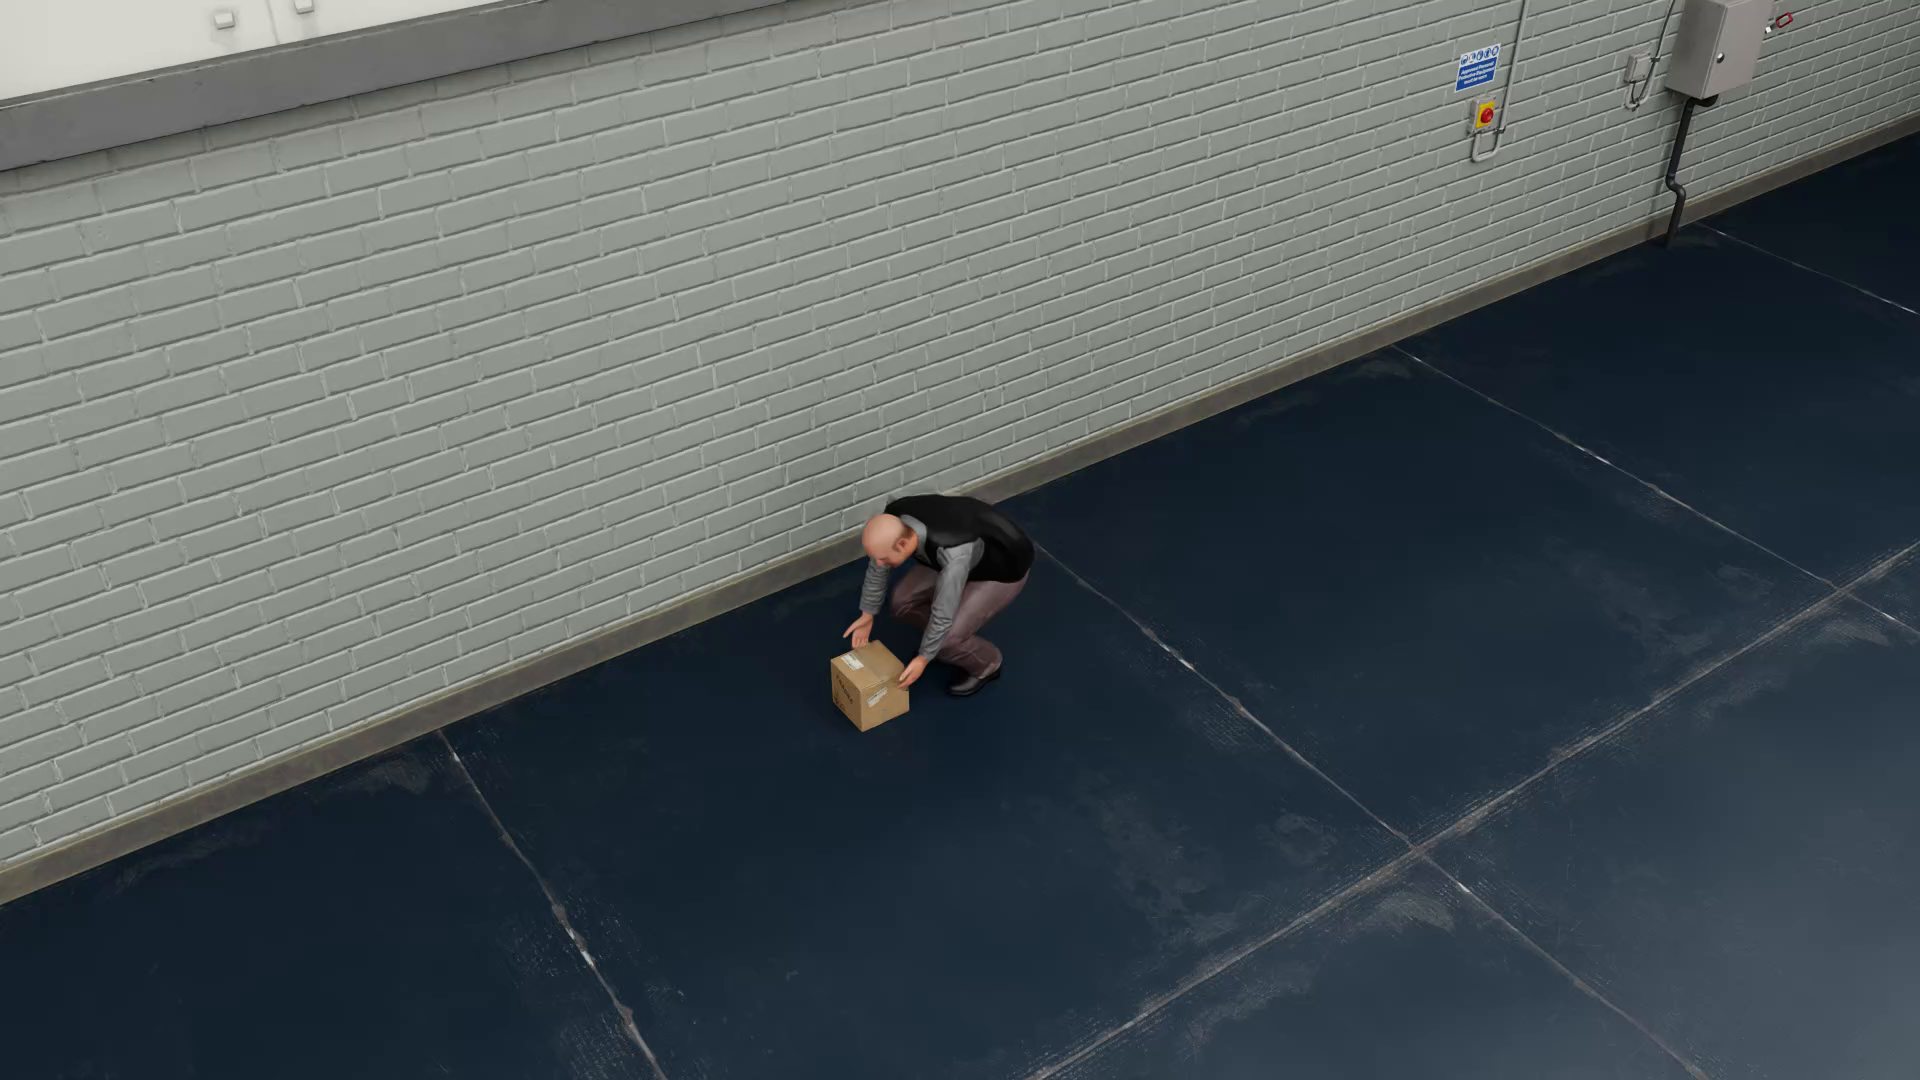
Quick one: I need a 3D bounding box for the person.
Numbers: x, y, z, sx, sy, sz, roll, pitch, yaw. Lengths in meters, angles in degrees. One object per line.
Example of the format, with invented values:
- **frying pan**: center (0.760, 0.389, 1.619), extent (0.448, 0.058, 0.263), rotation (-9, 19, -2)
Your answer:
- **person**: center (-0.067, 0.213, 7.298), extent (0.831, 1.058, 0.555), rotation (-23, 42, -28)
